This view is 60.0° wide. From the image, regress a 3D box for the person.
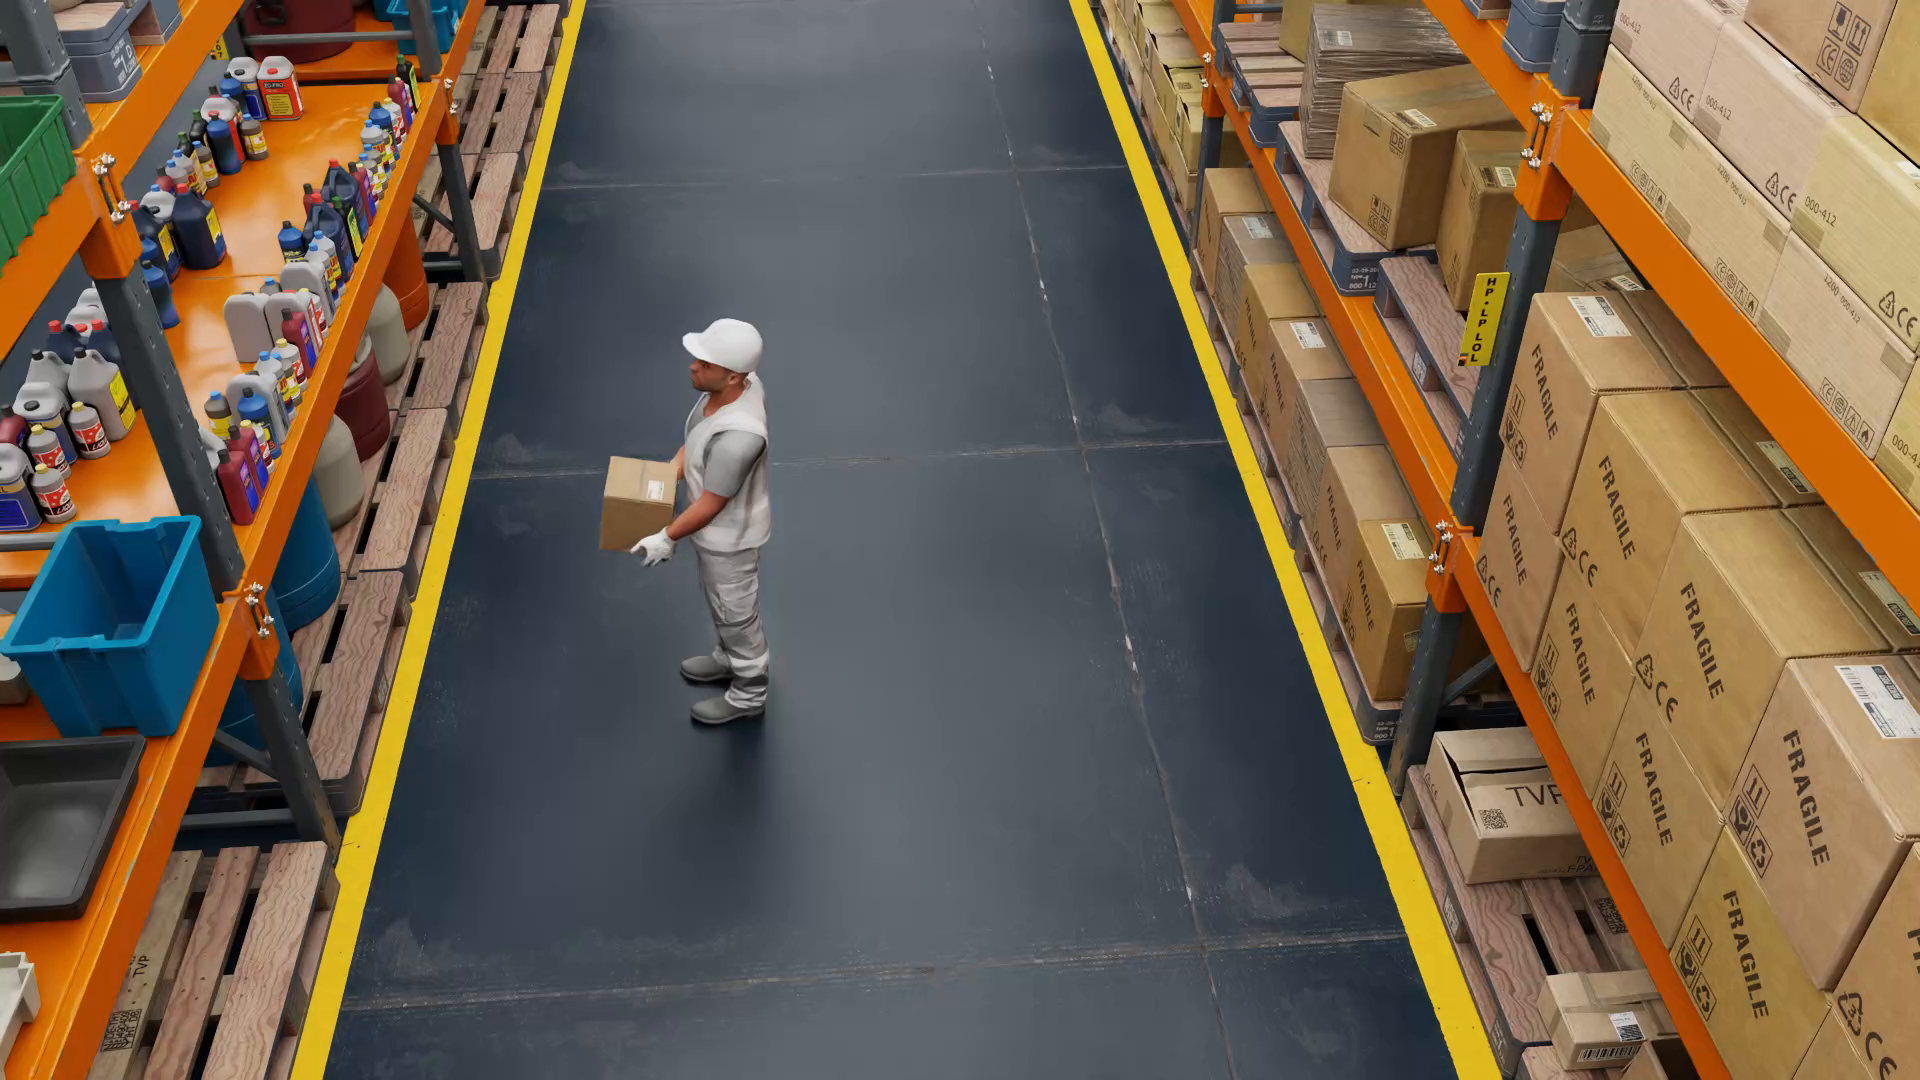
[{"bbox_3d":[-0.946,-0.036,6.176,0.546,1.793,0.527,-7,39,-8],"label":"person"}]
